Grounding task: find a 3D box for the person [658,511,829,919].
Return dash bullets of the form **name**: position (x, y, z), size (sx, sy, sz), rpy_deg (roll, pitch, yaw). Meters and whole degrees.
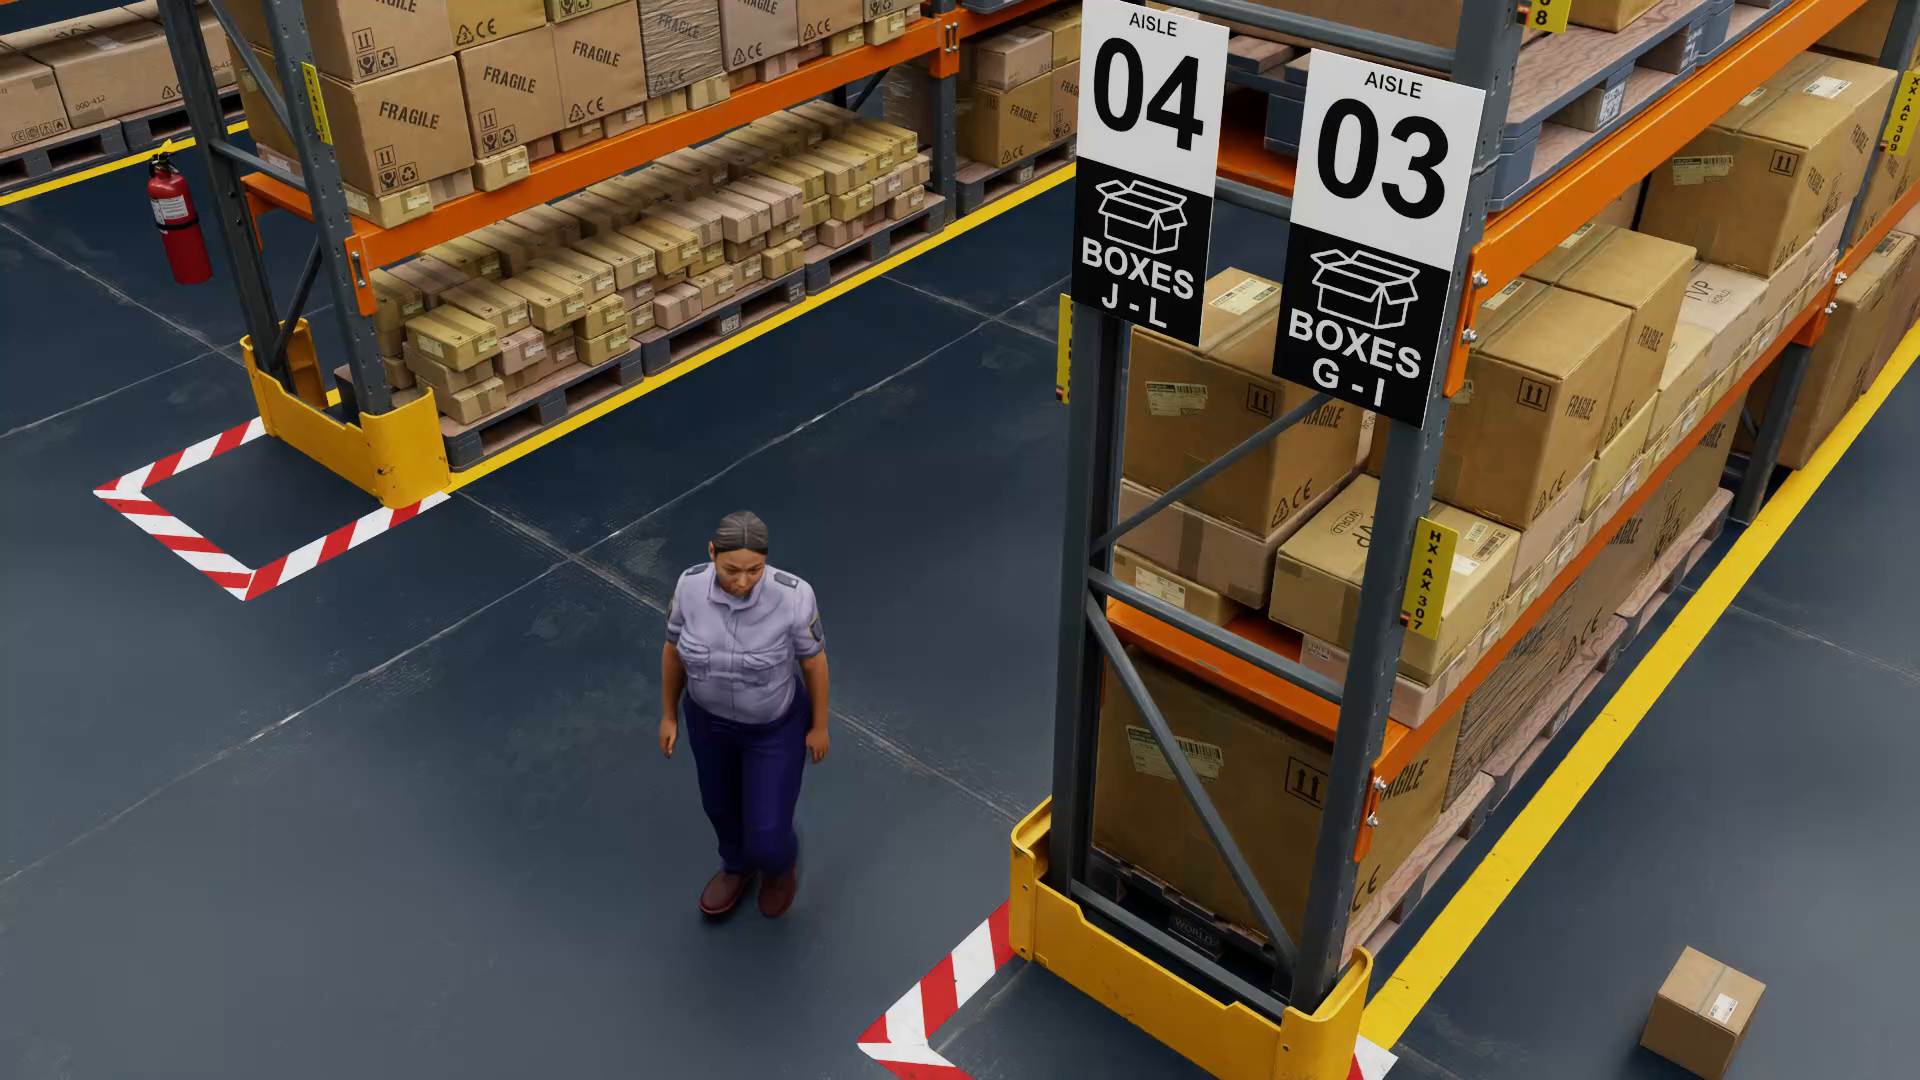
- **person**: position (-0.702, 0.611, 5.262), size (0.536, 1.643, 0.455), rpy_deg (11, 37, 16)
